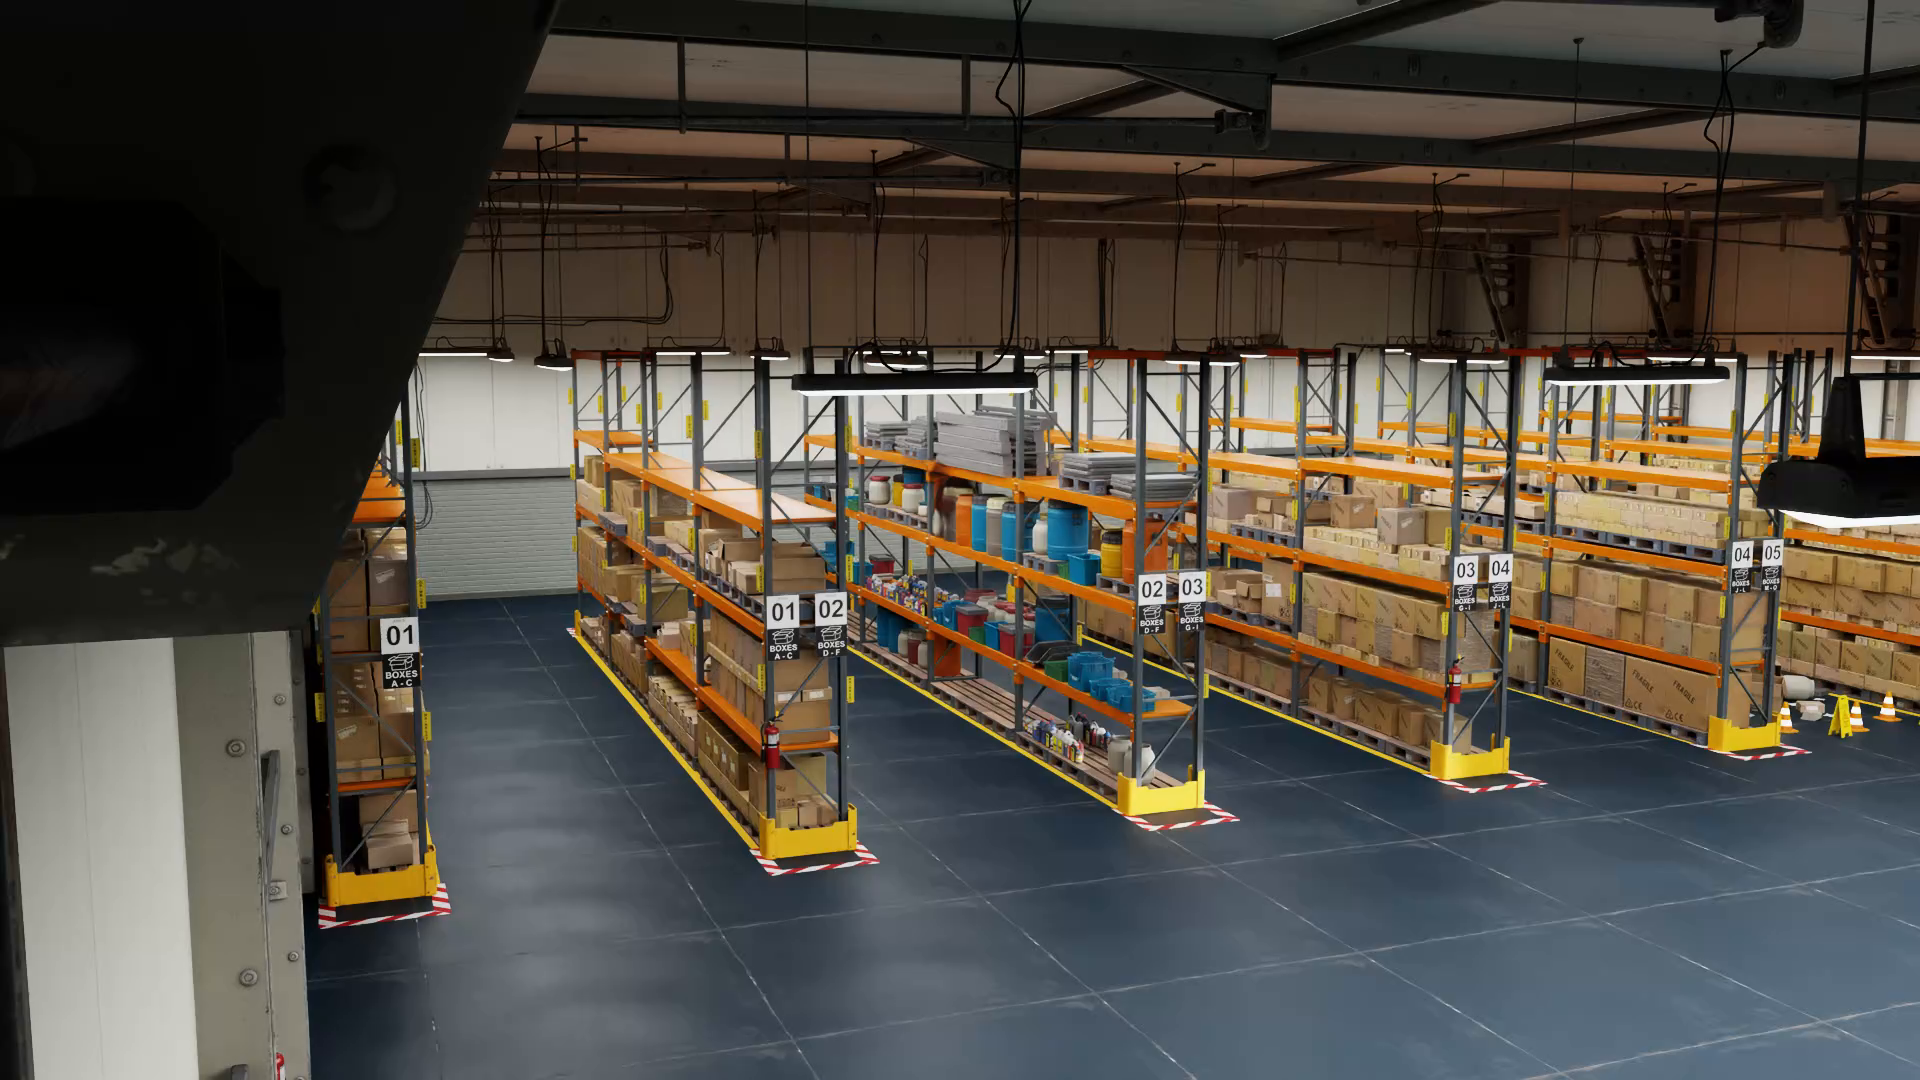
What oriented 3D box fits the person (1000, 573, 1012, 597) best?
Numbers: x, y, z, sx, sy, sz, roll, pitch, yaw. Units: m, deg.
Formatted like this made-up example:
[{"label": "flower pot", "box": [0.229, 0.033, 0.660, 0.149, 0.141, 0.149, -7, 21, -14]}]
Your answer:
[{"label": "person", "box": [1.435, 0.571, 39.750, 0.959, 1.650, 0.555, 0, 7, 2]}]
